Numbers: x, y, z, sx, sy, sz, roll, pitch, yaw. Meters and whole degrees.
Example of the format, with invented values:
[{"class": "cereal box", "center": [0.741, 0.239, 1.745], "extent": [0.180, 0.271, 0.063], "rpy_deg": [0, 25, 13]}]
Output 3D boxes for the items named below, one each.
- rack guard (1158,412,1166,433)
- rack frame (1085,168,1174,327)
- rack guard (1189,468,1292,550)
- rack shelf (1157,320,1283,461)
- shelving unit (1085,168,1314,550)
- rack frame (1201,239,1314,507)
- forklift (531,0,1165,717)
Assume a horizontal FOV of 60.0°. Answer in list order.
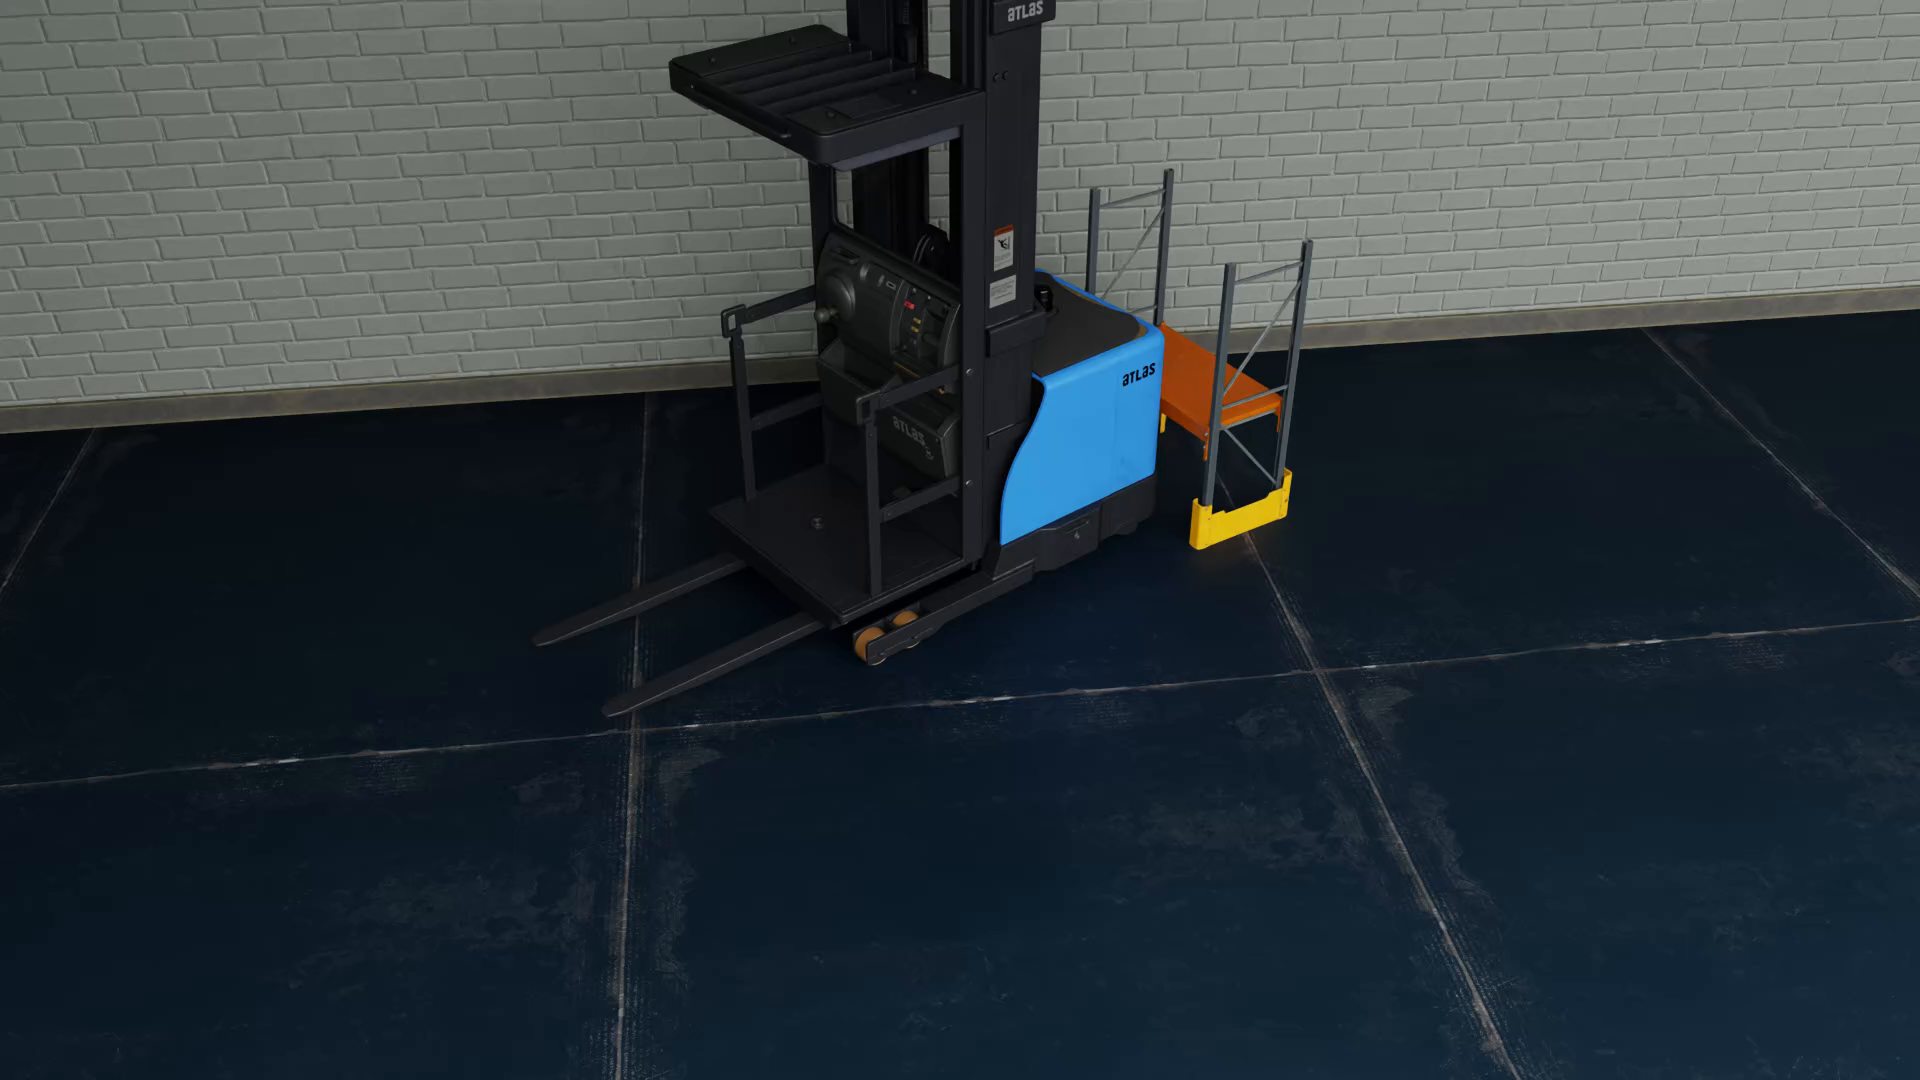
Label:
[{"class": "rack guard", "center": [0.862, -0.633, 8.957], "extent": [0.587, 0.250, 0.087], "rpy_deg": [-20, 39, -26]}, {"class": "rack frame", "center": [0.851, -1.159, 8.618], "extent": [0.500, 1.500, 0.032], "rpy_deg": [-20, 39, -26]}, {"class": "rack guard", "center": [1.395, -0.159, 8.262], "extent": [0.587, 0.250, 0.087], "rpy_deg": [-20, 39, -26]}, {"class": "rack shelf", "center": [1.123, -0.768, 8.365], "extent": [0.538, 0.185, 1.000], "rpy_deg": [-20, 39, -26]}, {"class": "shelving unit", "center": [1.128, -0.912, 8.257], "extent": [0.587, 1.500, 1.083], "rpy_deg": [-20, 39, -26]}, {"class": "rack frame", "center": [1.396, -0.675, 7.909], "extent": [0.500, 1.500, 0.032], "rpy_deg": [-20, 39, -26]}, {"class": "forklift", "center": [-0.482, -0.989, 7.099], "extent": [3.031, 2.935, 1.130], "rpy_deg": [-25, 41, -32]}]
